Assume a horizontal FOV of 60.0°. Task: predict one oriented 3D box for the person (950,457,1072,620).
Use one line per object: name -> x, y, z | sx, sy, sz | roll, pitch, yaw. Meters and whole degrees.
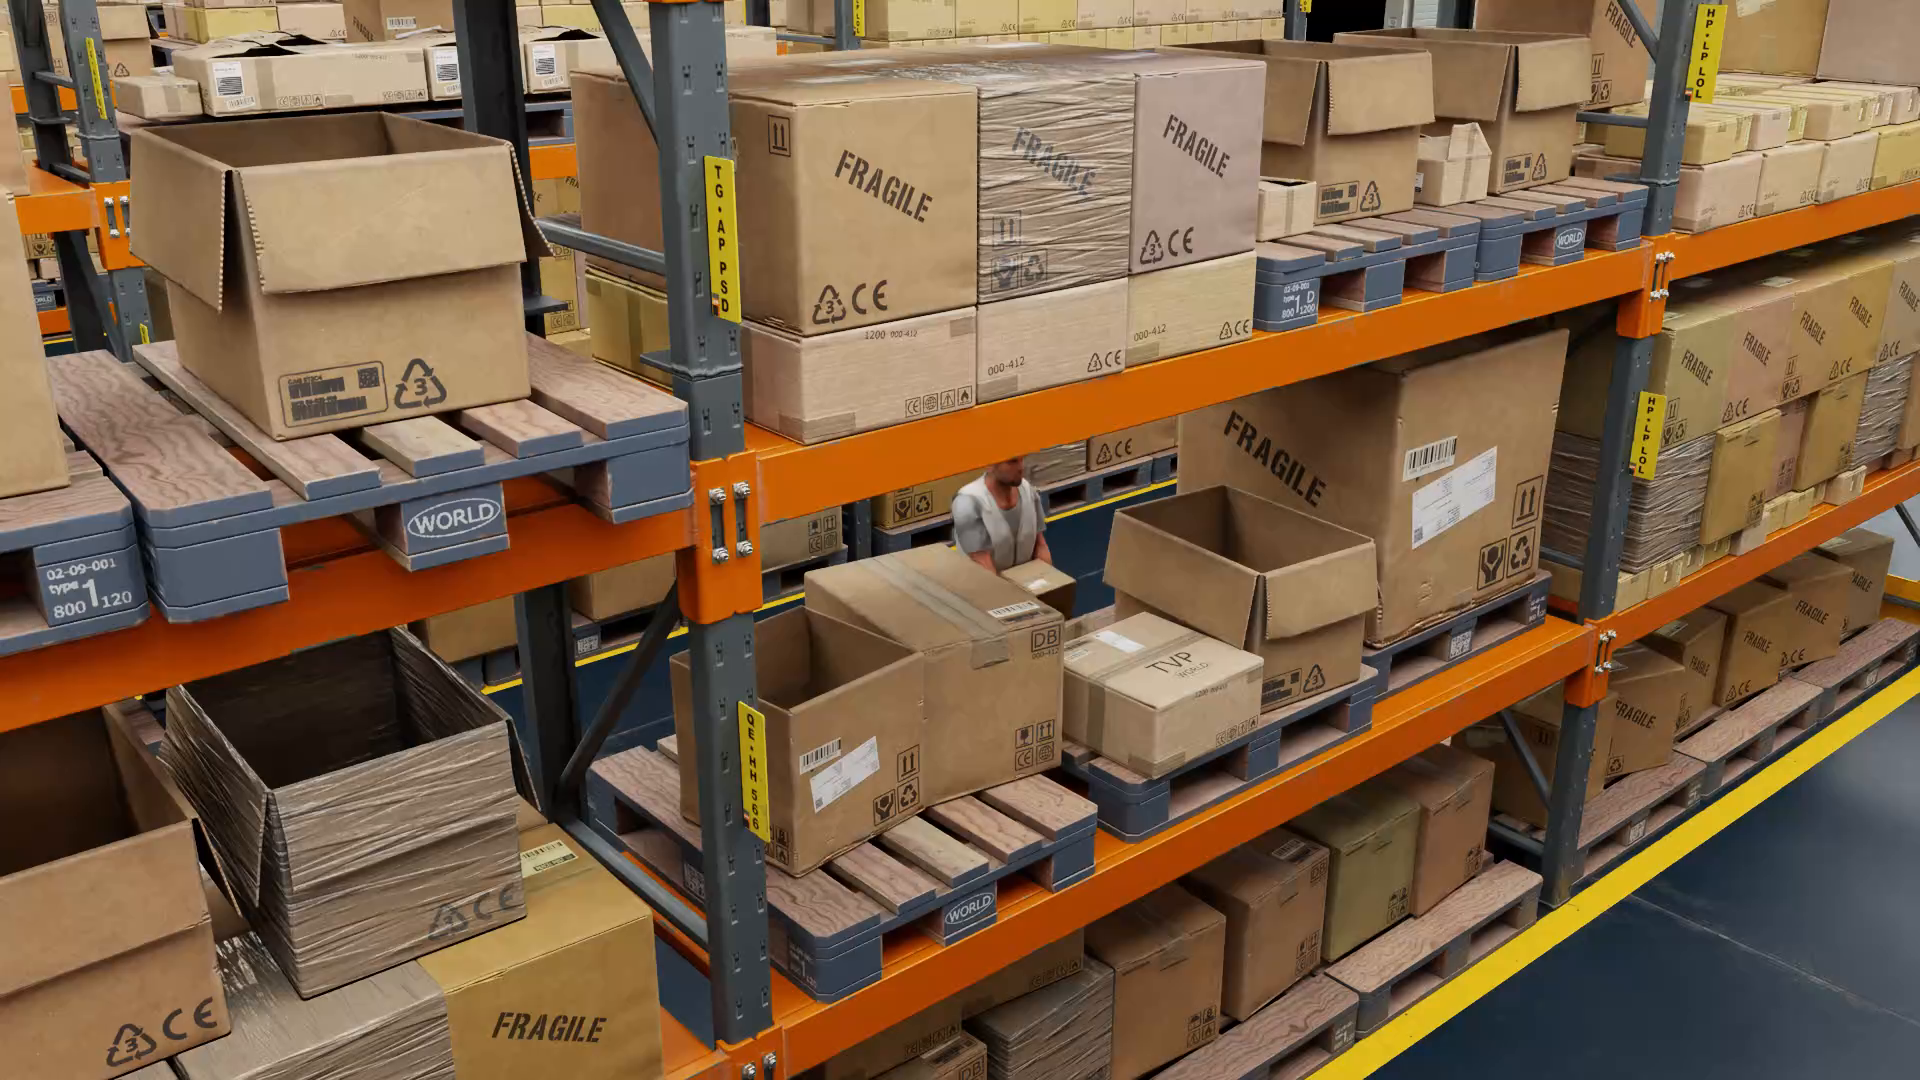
person -> 0.227, 0.336, 7.665 | 0.495, 1.784, 0.560 | -18, 27, -38
